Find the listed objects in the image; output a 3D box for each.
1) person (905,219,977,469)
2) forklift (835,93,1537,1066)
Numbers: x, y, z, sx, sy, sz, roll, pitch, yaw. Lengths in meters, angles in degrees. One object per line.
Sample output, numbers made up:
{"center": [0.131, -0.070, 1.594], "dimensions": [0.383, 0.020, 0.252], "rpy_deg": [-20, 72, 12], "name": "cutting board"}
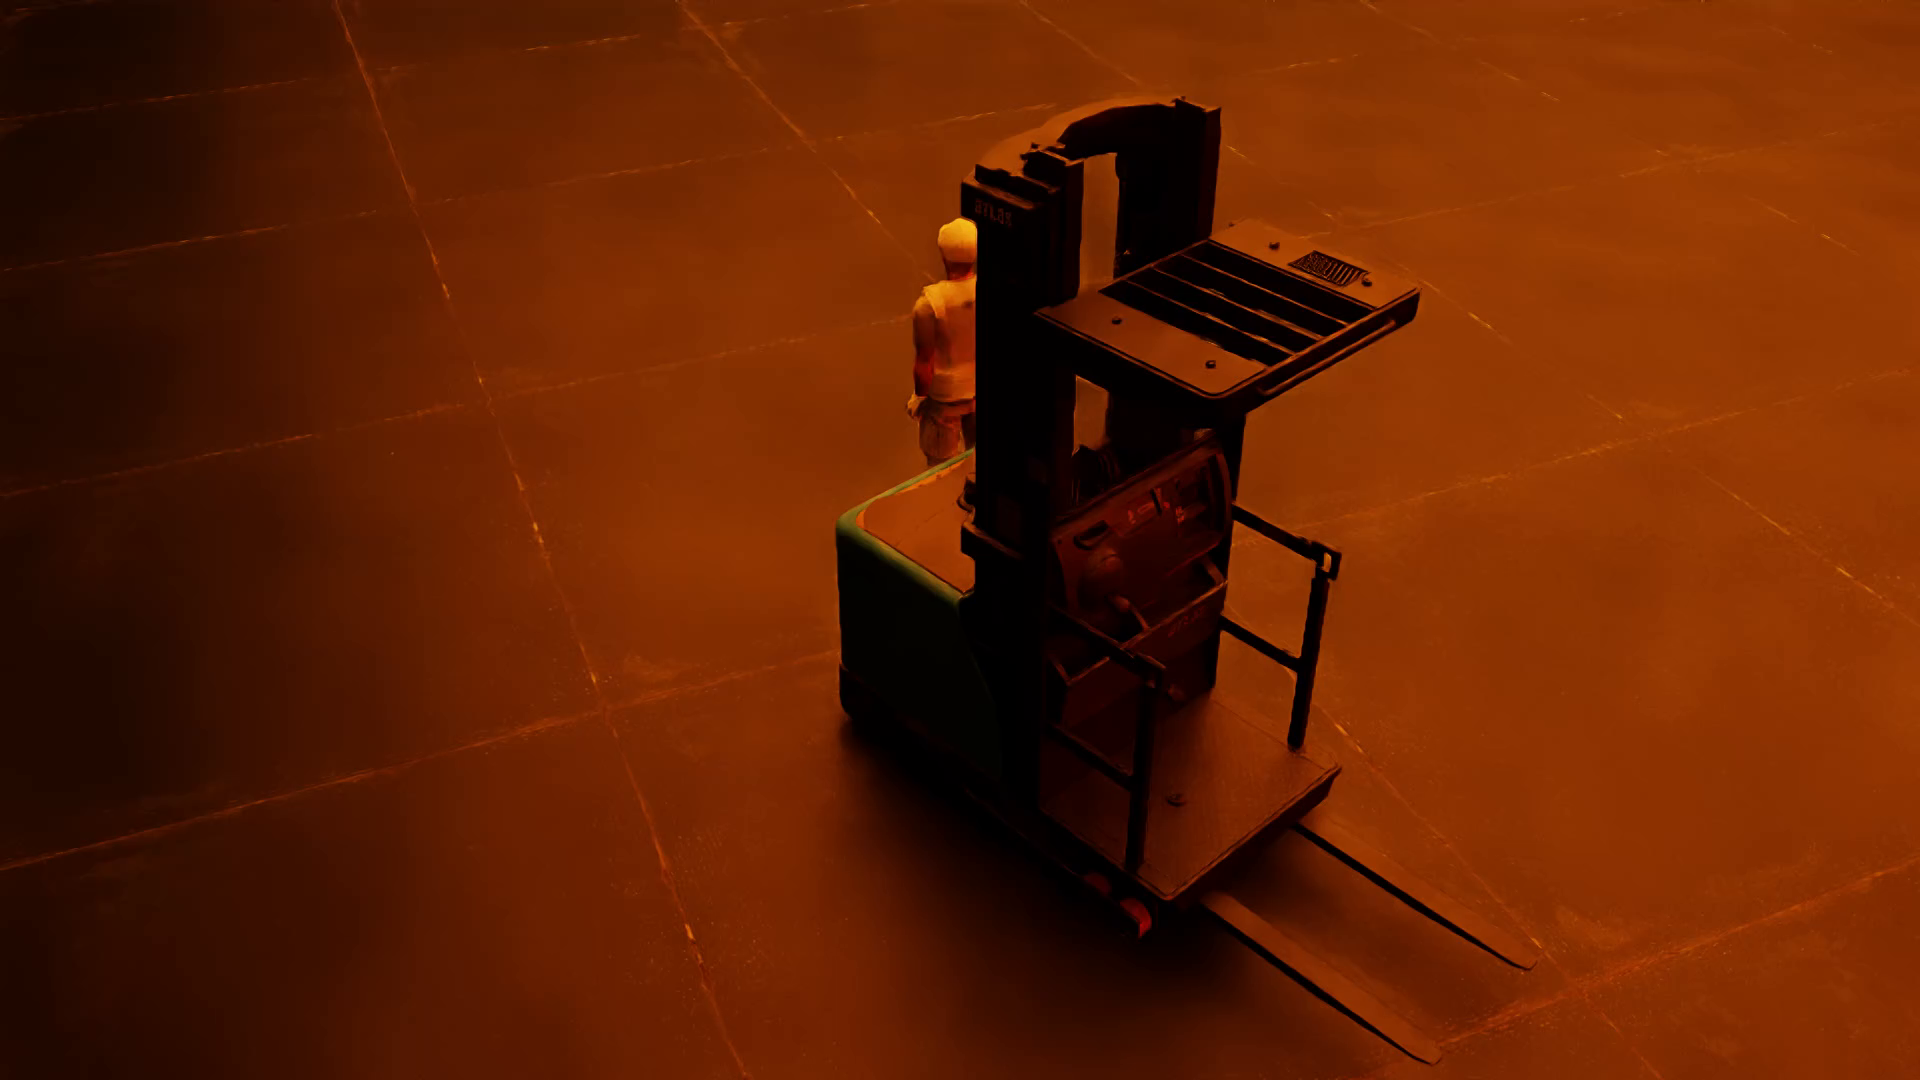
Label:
{"center": [-0.009, -0.741, 8.124], "dimensions": [0.540, 1.795, 0.349], "rpy_deg": [-14, 38, -19], "name": "person"}
{"center": [0.836, 0.018, 6.074], "dimensions": [1.130, 2.935, 3.031], "rpy_deg": [-28, 44, -34], "name": "forklift"}
